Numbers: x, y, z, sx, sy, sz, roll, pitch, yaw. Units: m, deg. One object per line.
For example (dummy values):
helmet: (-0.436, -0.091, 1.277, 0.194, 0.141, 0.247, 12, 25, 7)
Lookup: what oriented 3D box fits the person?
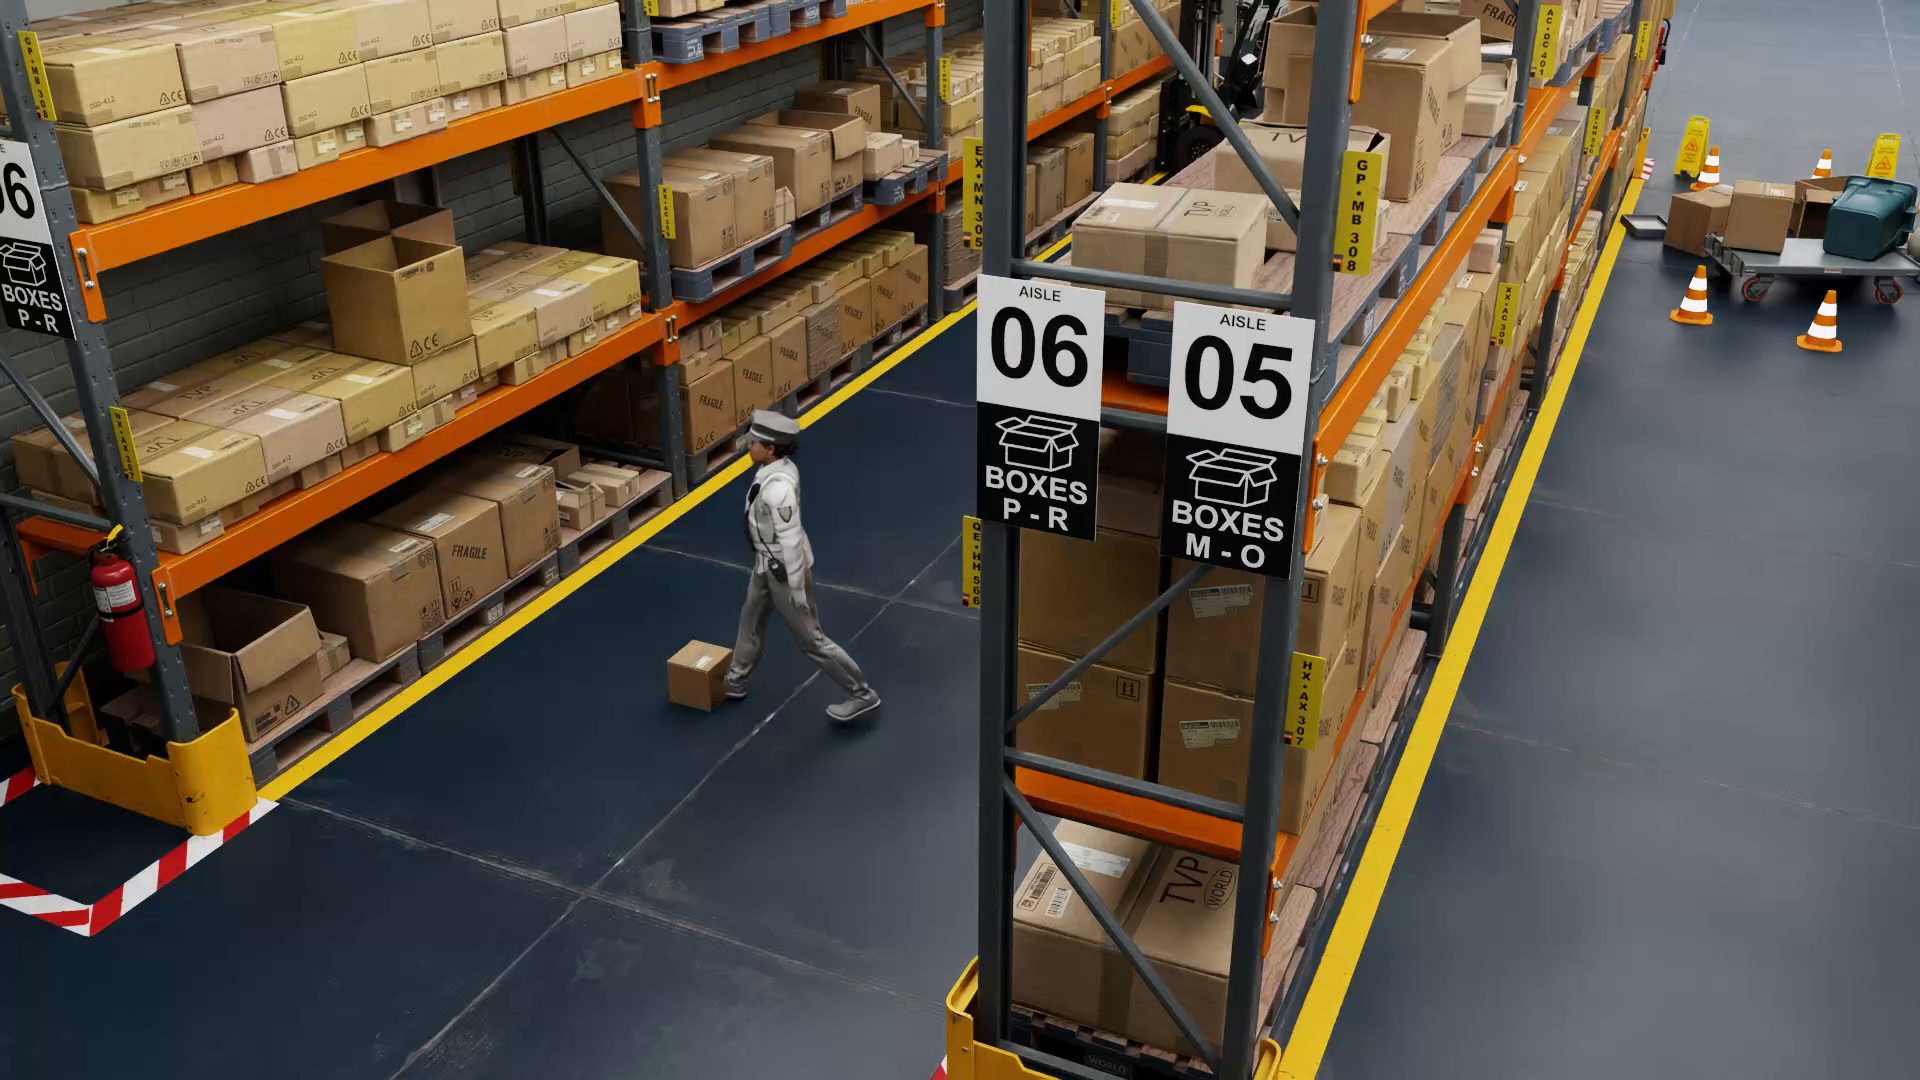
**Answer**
person: (-0.910, 0.130, 8.339, 0.983, 1.638, 0.538, -2, 26, -5)
